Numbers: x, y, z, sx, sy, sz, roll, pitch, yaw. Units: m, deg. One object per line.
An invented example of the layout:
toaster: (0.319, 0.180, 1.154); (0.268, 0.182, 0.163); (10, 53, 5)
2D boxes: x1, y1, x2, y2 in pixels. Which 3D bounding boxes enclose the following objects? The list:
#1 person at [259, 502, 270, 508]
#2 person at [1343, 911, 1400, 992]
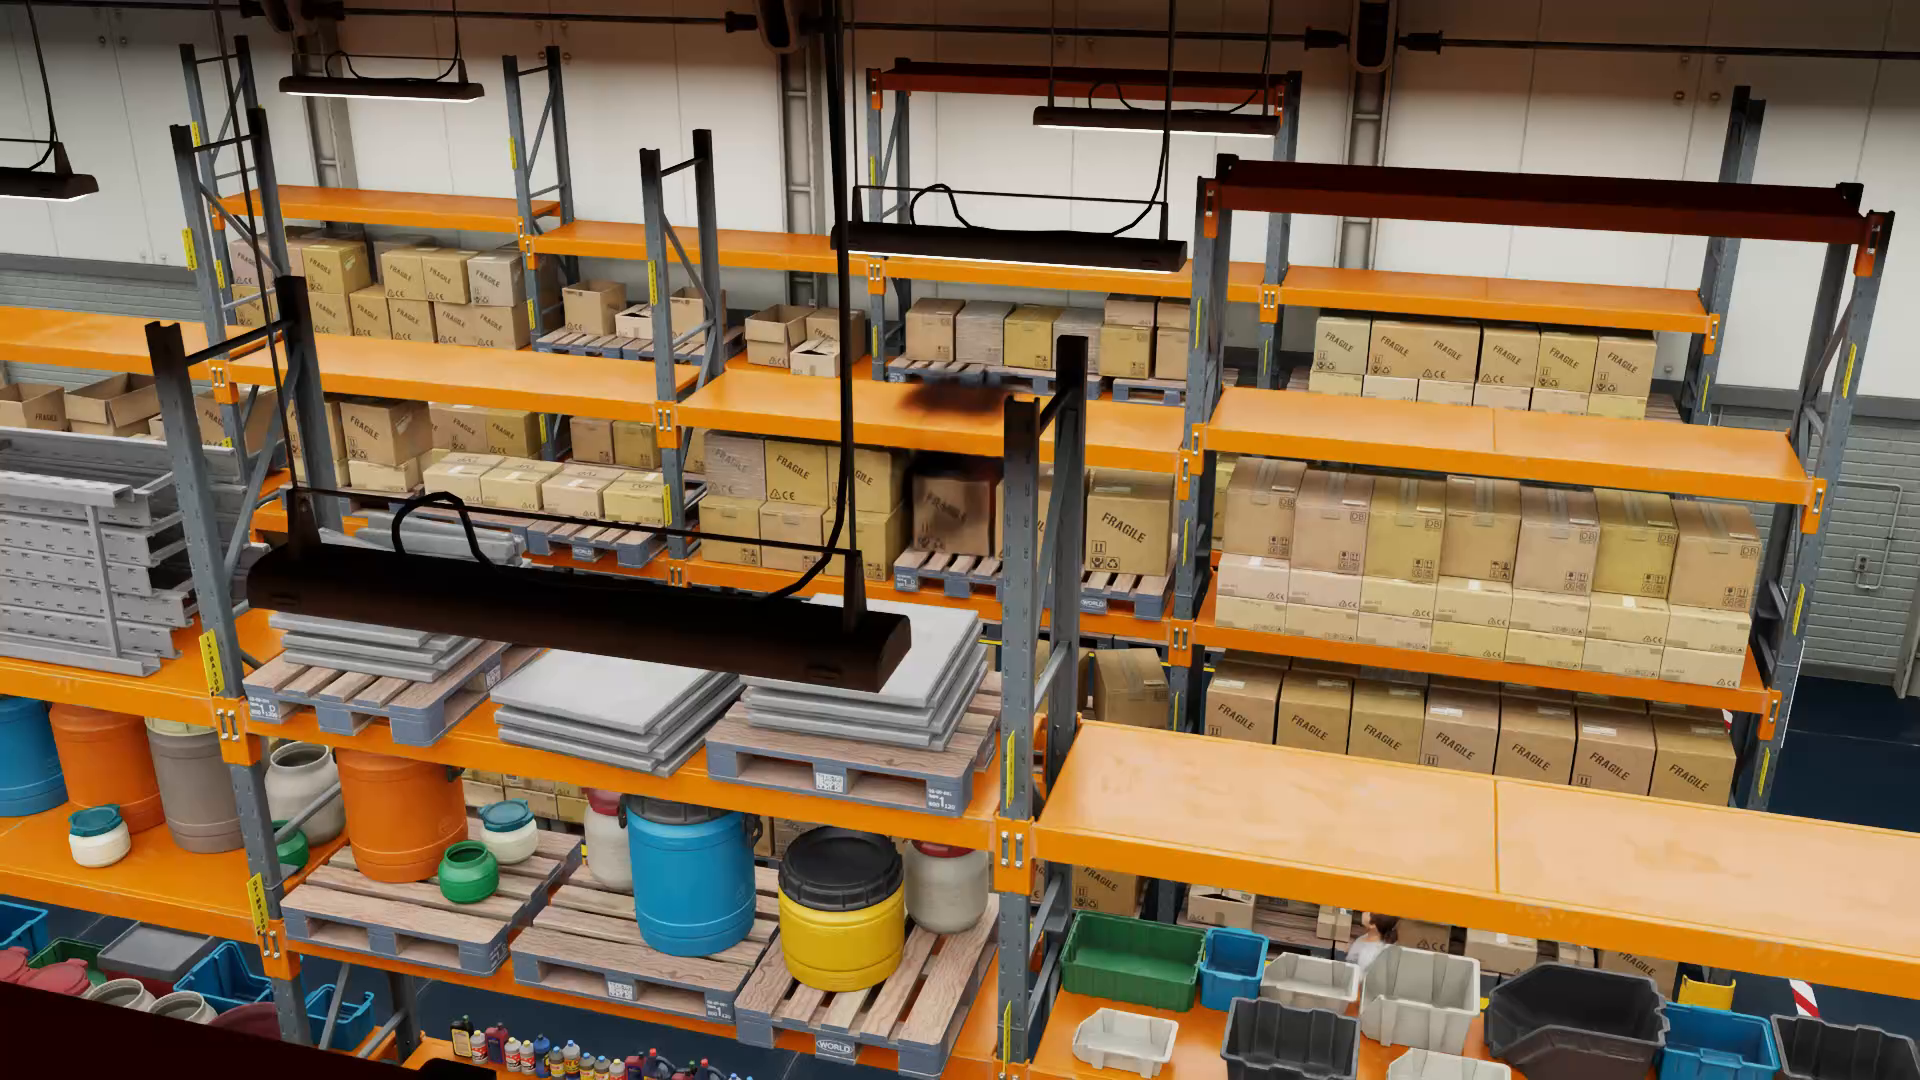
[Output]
person: (-7.143, 0.449, 17.395); (0.734, 1.773, 0.512); (13, 26, 28)
person: (2.709, 3.104, 11.196); (1.065, 1.615, 0.462); (5, 23, 11)
